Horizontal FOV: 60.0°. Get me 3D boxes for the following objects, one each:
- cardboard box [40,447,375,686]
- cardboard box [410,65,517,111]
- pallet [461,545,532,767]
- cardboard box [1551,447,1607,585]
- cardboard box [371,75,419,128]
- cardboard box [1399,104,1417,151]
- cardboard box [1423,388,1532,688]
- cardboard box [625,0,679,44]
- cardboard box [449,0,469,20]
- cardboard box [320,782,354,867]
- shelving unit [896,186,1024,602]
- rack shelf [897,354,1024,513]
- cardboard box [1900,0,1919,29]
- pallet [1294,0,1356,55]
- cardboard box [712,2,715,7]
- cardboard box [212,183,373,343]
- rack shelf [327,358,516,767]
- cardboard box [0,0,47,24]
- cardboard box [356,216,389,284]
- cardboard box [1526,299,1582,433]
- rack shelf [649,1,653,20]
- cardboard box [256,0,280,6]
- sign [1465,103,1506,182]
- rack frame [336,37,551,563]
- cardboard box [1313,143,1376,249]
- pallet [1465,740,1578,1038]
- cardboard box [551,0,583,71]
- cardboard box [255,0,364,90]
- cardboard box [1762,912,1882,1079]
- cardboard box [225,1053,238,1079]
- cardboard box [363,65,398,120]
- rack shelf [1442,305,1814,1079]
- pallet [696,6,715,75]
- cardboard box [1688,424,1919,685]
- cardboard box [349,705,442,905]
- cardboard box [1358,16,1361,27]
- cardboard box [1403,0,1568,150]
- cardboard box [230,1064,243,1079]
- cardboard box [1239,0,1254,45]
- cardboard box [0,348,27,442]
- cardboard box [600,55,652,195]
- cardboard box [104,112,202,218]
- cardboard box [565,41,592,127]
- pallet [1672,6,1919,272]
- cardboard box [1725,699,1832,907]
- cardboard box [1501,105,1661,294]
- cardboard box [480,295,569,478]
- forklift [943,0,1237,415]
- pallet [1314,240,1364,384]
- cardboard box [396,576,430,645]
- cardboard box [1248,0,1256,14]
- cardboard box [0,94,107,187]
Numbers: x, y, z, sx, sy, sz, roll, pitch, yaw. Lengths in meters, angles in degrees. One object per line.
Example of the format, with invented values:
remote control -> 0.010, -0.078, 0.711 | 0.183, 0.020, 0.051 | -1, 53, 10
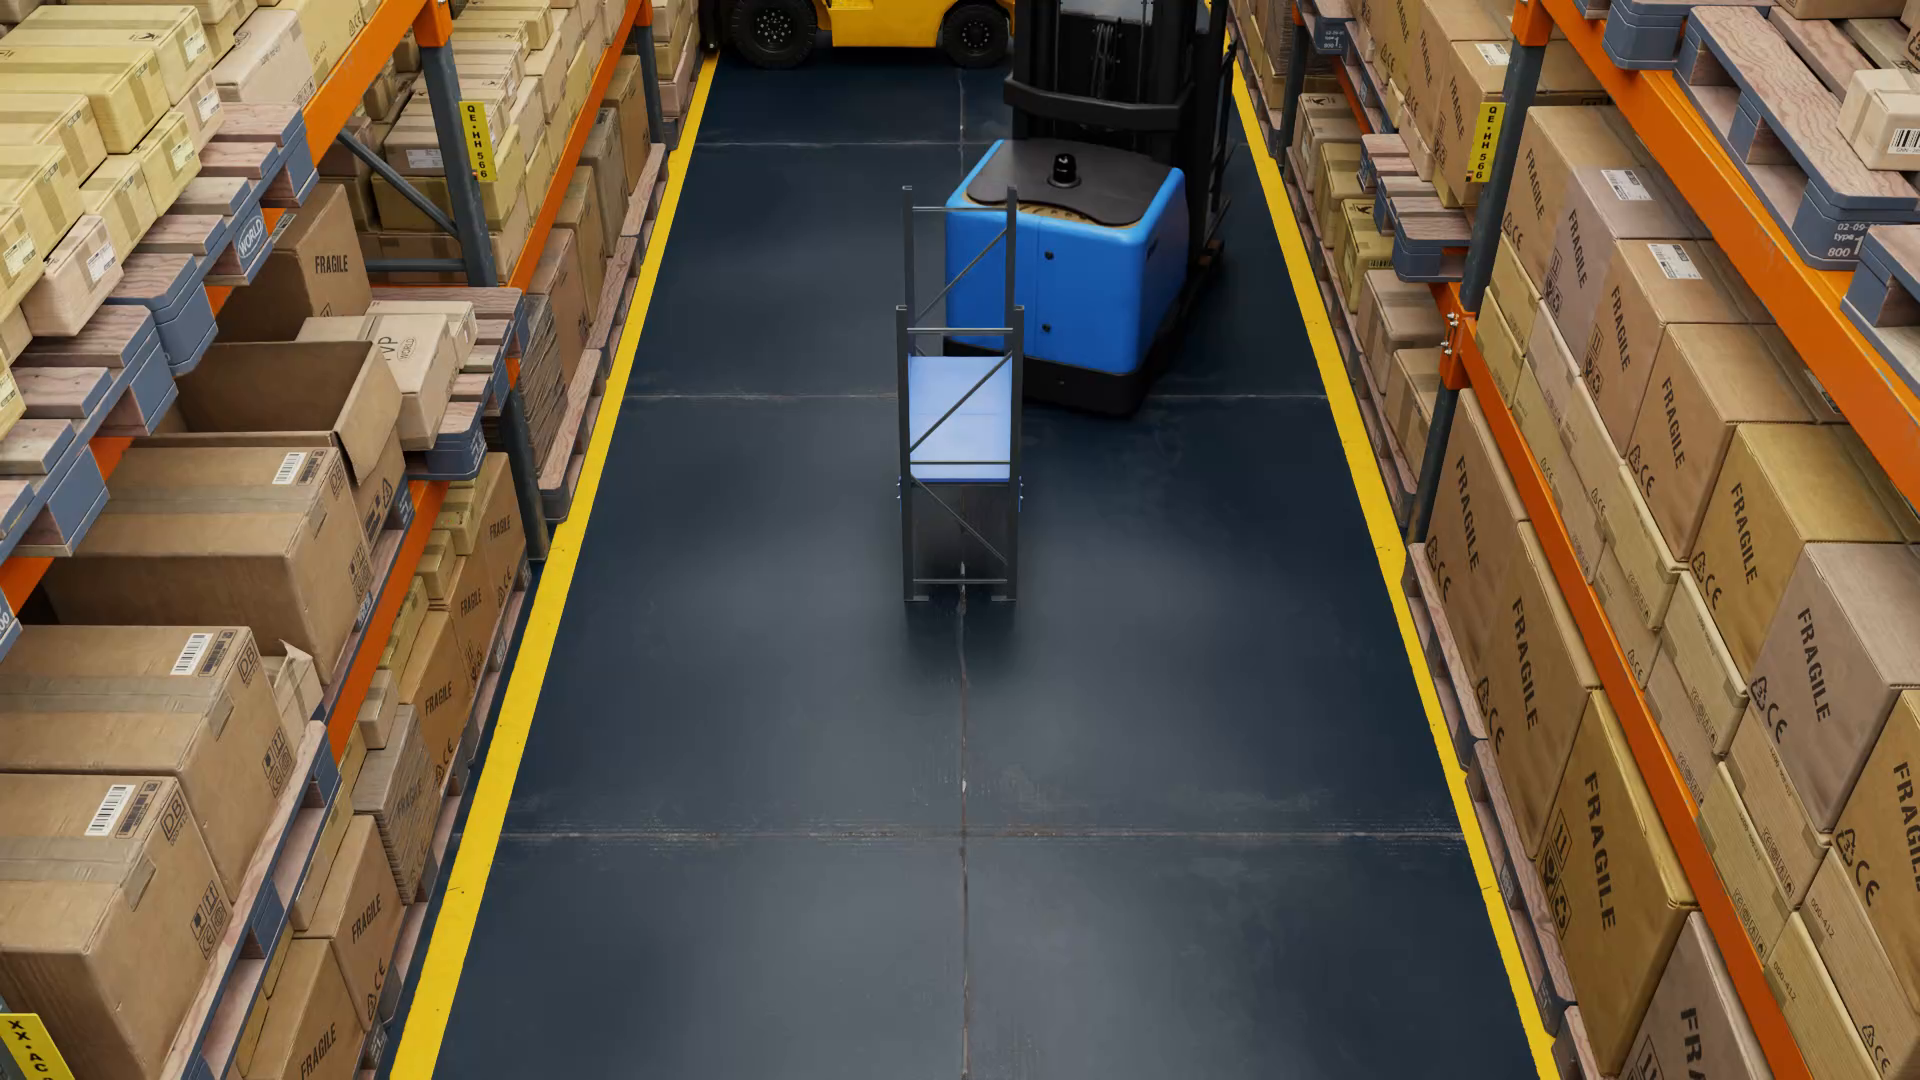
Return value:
cardboard box -> -2.173, 0.076, 4.841 | 0.700, 0.500, 0.500 | 0, 39, 0
cardboard box -> -2.132, -1.925, 7.155 | 0.380, 0.149, 0.250 | 1, 39, 1
pallet -> -2.436, 0.450, 7.020 | 1.003, 0.211, 1.213 | 0, 39, 0
cardboard box -> 2.327, -0.098, 5.593 | 0.500, 0.250, 0.500 | 1, 39, 1
cardboard box -> -2.680, -1.843, 7.371 | 0.500, 0.250, 0.500 | 0, 39, 0
cardboard box -> 2.219, -1.865, 7.543 | 0.380, 0.149, 0.250 | -2, 39, -2
cardboard box -> 2.483, -0.014, 6.732 | 0.875, 0.875, 0.875 | 0, 39, 0
cardboard box -> -2.090, -3.391, 10.646 | 0.500, 0.250, 0.500 | -1, 39, -1
cardboard box -> -2.214, -2.567, 7.956 | 0.380, 0.149, 0.250 | 0, 39, 0
cardboard box -> -2.193, 0.913, 5.356 | 0.380, 0.149, 0.250 | 1, 39, 2
shelving unit -> 0.000, -0.639, 7.348 | 0.538, 1.500, 1.048 | 0, 39, 0
rack shelf -> 0.000, -0.498, 7.460 | 0.538, 0.185, 1.000 | 0, 39, 0
cardboard box -> 2.916, -1.532, 4.637 | 0.396, 0.266, 0.258 | -1, 39, -1
pallet -> 2.416, -3.060, 9.323 | 1.003, 0.211, 1.213 | 0, 39, 0
cardboard box -> -2.086, -3.957, 12.152 | 0.500, 0.250, 0.500 | 1, 39, 1
cardboard box -> -2.555, -0.986, 6.167 | 0.500, 0.500, 0.500 | 2, 39, 2
rack shelf -> -2.397, 0.426, 5.395 | 1.077, 0.370, 4.000 | 0, 39, 0
cardboard box -> -2.613, -1.467, 4.346 | 0.380, 0.149, 0.250 | 0, 39, 0
cardboard box -> -2.655, -1.328, 7.128 | 0.500, 0.250, 0.500 | -1, 39, -1
cardboard box -> 2.318, -0.608, 5.830 | 0.500, 0.250, 0.500 | 1, 39, 1
rack shelf -> -2.406, -4.577, 11.638 | 1.077, 0.370, 4.000 | 0, 39, 0
cardboard box -> -2.158, -1.670, 4.837 | 0.380, 0.149, 0.250 | 0, 39, 0
sign -> 2.022, -1.526, 6.393 | 0.100, 0.325, 0.005 | 0, 39, 0
rack frame -> -2.399, -1.106, 6.731 | 1.000, 3.000, 0.127 | 0, 39, 0
cardboard box -> 2.568, -1.974, 9.580 | 0.950, 0.372, 0.625 | 2, 39, 3
pallet -> 2.489, 1.231, 6.045 | 1.003, 0.211, 1.213 | 0, 39, 0
cardboard box -> -2.163, -2.480, 8.166 | 0.500, 0.250, 0.500 | 0, 39, 1
cardboard box -> -2.154, -1.582, 5.047 | 0.500, 0.250, 0.500 | 0, 39, 0
cardboard box -> 2.317, 1.168, 4.014 | 0.500, 0.250, 0.500 | -1, 39, -1
cardboard box -> -2.177, 1.451, 4.447 | 0.380, 0.149, 0.250 | -2, 39, -2
cardboard box -> -2.653, -1.927, 7.157 | 0.380, 0.149, 0.250 | 0, 39, 0
rack shelf -> 2.567, 0.420, 5.403 | 1.077, 0.370, 4.000 | 0, 39, 0
pallet -> -2.367, -3.781, 12.299 | 1.003, 0.211, 1.213 | 0, 39, 0
cardboard box -> 2.329, 0.041, 4.421 | 0.500, 0.500, 0.500 | 1, 39, 1
cardboard box -> -2.171, 0.935, 5.847 | 0.500, 0.500, 0.500 | -1, 39, -2
cardboard box -> 2.270, -2.684, 8.566 | 0.380, 0.149, 0.250 | 0, 39, 0
cardboard box -> 2.275, -2.038, 7.241 | 0.500, 0.500, 0.500 | -1, 39, -1
cardboard box -> -2.206, 1.557, 4.553 | 0.380, 0.149, 0.250 | -1, 39, -1
cardboard box -> 2.284, -3.724, 11.862 | 0.500, 0.250, 0.500 | 1, 39, 1
cardboard box -> -1.962, -0.229, 3.023 | 0.380, 0.149, 0.250 | 0, 39, 0
cardboard box -> -2.392, -2.518, 10.056 | 0.875, 0.625, 0.625 | 2, 39, 2
cardboard box -> -1.992, -0.864, 3.816 | 0.380, 0.149, 0.250 | 1, 39, 1
cardboard box -> -2.157, -2.286, 8.323 | 0.500, 0.250, 0.500 | 1, 39, 1
pallet -> 2.623, -1.106, 4.484 | 1.003, 0.211, 1.213 | 2, 39, 2
cardboard box -> 2.318, 0.665, 4.241 | 0.500, 0.250, 0.500 | 1, 39, 1
cardboard box -> 2.321, -1.232, 6.009 | 0.500, 0.500, 0.500 | -1, 39, -2
cardboard box -> -2.386, -0.733, 7.829 | 0.875, 0.625, 0.625 | 1, 39, 1
forklift -> 0.906, -2.705, 8.781 | 1.130, 2.935, 3.031 | 13, 41, 16
pallet -> 2.567, -1.273, 9.170 | 1.003, 0.211, 1.213 | 0, 39, 0
cardboard box -> -2.203, 0.262, 6.169 | 0.380, 0.149, 0.250 | 1, 39, 1
cardboard box -> 2.287, -4.003, 11.610 | 0.500, 0.500, 0.500 | 2, 39, 2
cardboard box -> -2.071, -0.829, 3.534 | 0.380, 0.149, 0.250 | 0, 39, 1
